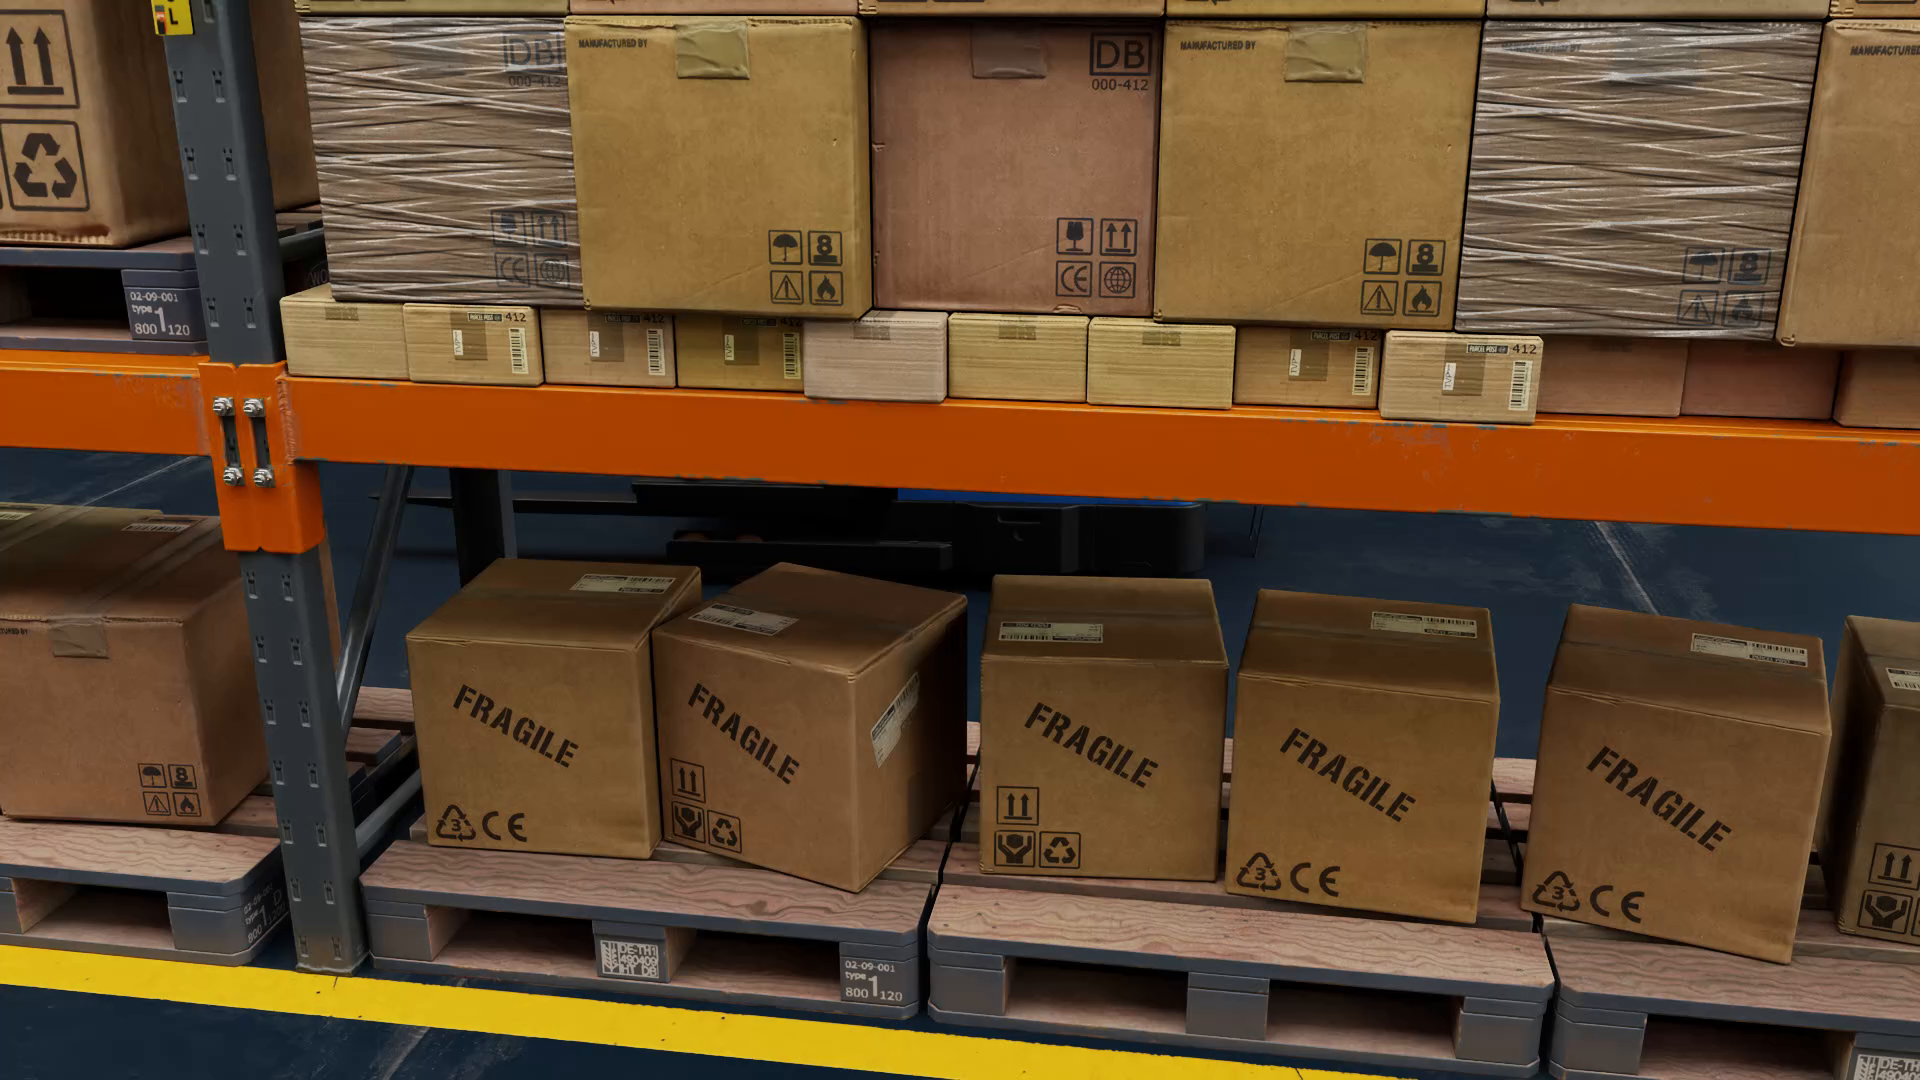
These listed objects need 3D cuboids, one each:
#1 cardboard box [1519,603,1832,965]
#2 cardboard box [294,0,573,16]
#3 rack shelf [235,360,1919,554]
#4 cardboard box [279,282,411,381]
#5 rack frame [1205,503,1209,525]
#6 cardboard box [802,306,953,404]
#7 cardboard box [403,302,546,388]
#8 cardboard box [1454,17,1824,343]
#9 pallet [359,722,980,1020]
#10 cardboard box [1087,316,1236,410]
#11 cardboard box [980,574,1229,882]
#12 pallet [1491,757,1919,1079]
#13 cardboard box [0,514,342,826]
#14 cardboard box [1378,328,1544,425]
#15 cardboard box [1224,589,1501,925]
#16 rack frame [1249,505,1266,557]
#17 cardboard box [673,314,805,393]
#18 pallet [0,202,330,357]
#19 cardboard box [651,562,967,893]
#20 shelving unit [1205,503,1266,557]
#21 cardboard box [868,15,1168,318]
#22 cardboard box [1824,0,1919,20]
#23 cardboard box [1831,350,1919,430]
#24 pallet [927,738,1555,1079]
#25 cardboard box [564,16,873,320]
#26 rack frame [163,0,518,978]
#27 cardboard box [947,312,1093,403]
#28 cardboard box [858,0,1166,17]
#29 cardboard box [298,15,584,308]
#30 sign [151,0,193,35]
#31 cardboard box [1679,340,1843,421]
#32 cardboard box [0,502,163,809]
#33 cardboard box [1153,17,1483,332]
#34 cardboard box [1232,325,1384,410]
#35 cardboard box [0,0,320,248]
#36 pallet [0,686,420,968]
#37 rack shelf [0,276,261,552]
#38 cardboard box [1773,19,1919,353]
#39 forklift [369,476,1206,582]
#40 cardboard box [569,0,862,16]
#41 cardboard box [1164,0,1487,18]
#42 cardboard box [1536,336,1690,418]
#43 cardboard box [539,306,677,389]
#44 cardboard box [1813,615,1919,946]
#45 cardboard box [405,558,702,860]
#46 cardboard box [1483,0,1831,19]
[{"bbox_3d":[1.467,0.478,3.424,0.500,0.500,0.500,8,20,23],"label":"cardboard box"},{"bbox_3d":[-0.869,-1.214,3.001,0.500,0.500,0.500,3,19,9],"label":"cardboard box"},{"bbox_3d":[0.702,-0.211,3.342,4.000,0.370,1.077,3,19,9],"label":"rack shelf"},{"bbox_3d":[-1.109,-0.429,3.254,0.250,0.149,0.380,3,19,9],"label":"cardboard box"},{"bbox_3d":[0.947,-0.425,6.089,0.006,0.900,0.240,8,19,2],"label":"rack frame"},{"bbox_3d":[-0.124,-0.373,3.088,0.250,0.149,0.380,3,19,9],"label":"cardboard box"},{"bbox_3d":[-0.864,-0.412,3.204,0.250,0.149,0.380,3,19,9],"label":"cardboard box"},{"bbox_3d":[1.138,-0.703,3.050,0.500,0.500,0.875,3,19,9],"label":"cardboard box"},{"bbox_3d":[-0.604,0.692,3.903,1.213,0.211,1.003,3,19,9],"label":"pallet"},{"bbox_3d":[0.375,-0.358,3.041,0.250,0.149,0.380,3,19,9],"label":"cardboard box"},{"bbox_3d":[0.308,0.399,3.662,0.500,0.500,0.500,1,19,4],"label":"cardboard box"},{"bbox_3d":[1.805,0.815,3.536,1.213,0.211,1.003,3,19,9],"label":"pallet"},{"bbox_3d":[-1.876,0.286,3.968,0.500,0.500,0.700,1,19,4],"label":"cardboard box"},{"bbox_3d":[0.864,-0.325,2.943,0.250,0.149,0.380,3,19,9],"label":"cardboard box"},{"bbox_3d":[0.852,0.441,3.536,0.500,0.500,0.500,5,19,14],"label":"cardboard box"},{"bbox_3d":[1.148,-0.398,6.082,0.006,0.900,0.240,8,19,2],"label":"rack frame"},{"bbox_3d":[-0.364,-0.399,3.164,0.250,0.149,0.380,3,19,9],"label":"cardboard box"},{"bbox_3d":[-2.005,-0.646,3.810,1.213,0.211,1.003,3,19,9],"label":"pallet"},{"bbox_3d":[-0.318,0.392,3.682,0.500,0.500,0.500,9,21,26],"label":"cardboard box"},{"bbox_3d":[1.048,-0.412,6.085,0.210,0.900,0.258,8,19,2],"label":"shelving unit"},{"bbox_3d":[0.159,-0.770,3.251,0.500,0.500,0.875,3,19,9],"label":"cardboard box"},{"bbox_3d":[1.599,-1.088,2.626,0.500,0.500,0.500,3,19,9],"label":"cardboard box"},{"bbox_3d":[1.616,-0.309,2.896,0.250,0.149,0.380,3,19,9],"label":"cardboard box"},{"bbox_3d":[0.604,0.752,3.722,1.213,0.211,1.003,3,19,9],"label":"pallet"},{"bbox_3d":[-0.351,-0.764,3.231,0.500,0.500,0.875,3,19,9],"label":"cardboard box"},{"bbox_3d":[-1.273,-0.653,3.528,0.127,3.000,1.000,3,19,9],"label":"rack frame"},{"bbox_3d":[0.130,-0.374,3.089,0.250,0.149,0.380,3,19,9],"label":"cardboard box"},{"bbox_3d":[0.118,-1.164,2.851,0.500,0.500,0.500,3,19,9],"label":"cardboard box"},{"bbox_3d":[-0.839,-0.800,3.340,0.500,0.500,0.875,3,19,9],"label":"cardboard box"},{"bbox_3d":[-1.358,-1.028,2.824,0.005,0.325,0.100,3,19,9],"label":"sign"},{"bbox_3d":[1.376,-0.335,2.972,0.250,0.149,0.380,3,19,9],"label":"cardboard box"},{"bbox_3d":[-2.344,0.256,4.057,0.500,0.500,0.700,3,19,8],"label":"cardboard box"},{"bbox_3d":[0.646,-0.732,3.137,0.500,0.500,0.875,3,19,9],"label":"cardboard box"},{"bbox_3d":[0.629,-0.359,3.046,0.250,0.149,0.380,3,19,9],"label":"cardboard box"},{"bbox_3d":[-2.035,-1.221,3.617,1.000,1.000,1.000,3,19,9],"label":"cardboard box"},{"bbox_3d":[-2.042,0.630,4.086,1.213,0.211,1.003,3,19,9],"label":"pallet"},{"bbox_3d":[-3.248,-0.413,3.943,4.000,0.370,1.077,3,19,9],"label":"rack shelf"},{"bbox_3d":[1.625,-0.664,2.935,0.500,0.500,0.875,3,19,9],"label":"cardboard box"},{"bbox_3d":[-0.627,-1.406,5.885,3.031,2.935,1.130,1,19,4],"label":"forklift"},{"bbox_3d":[-0.375,-1.189,2.927,0.500,0.500,0.500,3,19,9],"label":"cardboard box"},{"bbox_3d":[0.614,-1.142,2.786,0.500,0.500,0.500,3,19,9],"label":"cardboard box"},{"bbox_3d":[1.125,-0.340,2.989,0.250,0.149,0.380,3,19,9],"label":"cardboard box"},{"bbox_3d":[-0.613,-0.409,3.193,0.250,0.149,0.380,3,19,9],"label":"cardboard box"},{"bbox_3d":[2.062,0.498,3.366,0.500,0.500,0.500,7,20,19],"label":"cardboard box"},{"bbox_3d":[-0.884,0.366,3.761,0.500,0.500,0.500,2,19,7],"label":"cardboard box"},{"bbox_3d":[1.106,-1.114,2.704,0.500,0.500,0.500,3,19,9],"label":"cardboard box"}]
